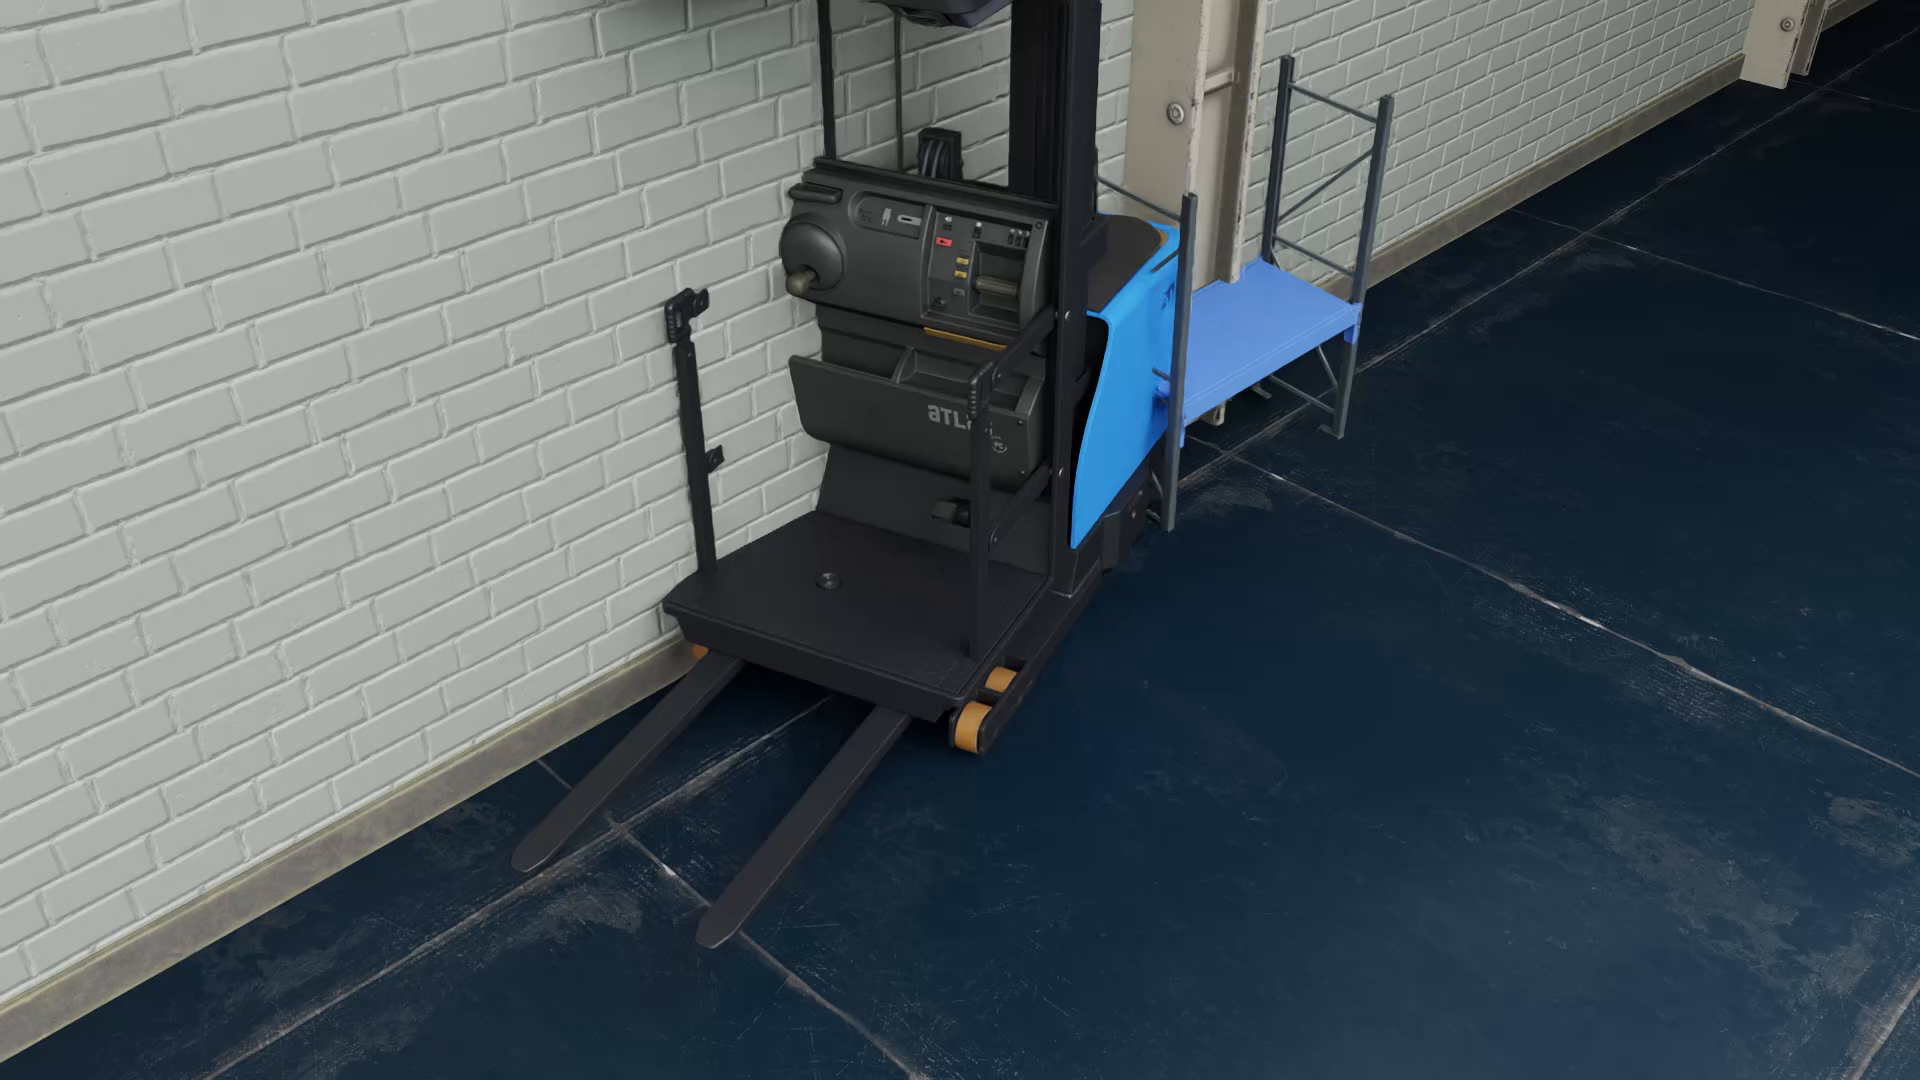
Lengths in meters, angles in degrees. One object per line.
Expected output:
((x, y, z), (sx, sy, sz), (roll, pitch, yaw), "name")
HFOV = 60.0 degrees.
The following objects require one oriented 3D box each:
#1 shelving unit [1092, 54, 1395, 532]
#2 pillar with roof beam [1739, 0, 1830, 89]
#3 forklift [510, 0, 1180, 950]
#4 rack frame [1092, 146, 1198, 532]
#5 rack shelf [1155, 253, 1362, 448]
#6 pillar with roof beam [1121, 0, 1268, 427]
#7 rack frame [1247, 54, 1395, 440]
((1.002, -0.883, 6.262), (1.048, 1.500, 0.538), (-30, 48, -29), "shelving unit")
((8.143, -4.870, 5.367), (9.100, 9.000, 0.400), (30, 45, 35), "pillar with roof beam")
((-0.269, -0.814, 4.854), (1.130, 2.935, 3.031), (16, 38, 21), "forklift")
((0.619, -0.658, 6.016), (0.032, 1.500, 0.500), (-30, 48, -29), "rack frame")
((1.008, -0.747, 6.379), (1.000, 0.185, 0.538), (-30, 48, -29), "rack shelf")
((3.915, -2.435, 1.874), (9.100, 9.000, 0.400), (30, 45, 35), "pillar with roof beam")
((1.386, -1.108, 6.508), (0.032, 1.500, 0.500), (-30, 48, -29), "rack frame")
